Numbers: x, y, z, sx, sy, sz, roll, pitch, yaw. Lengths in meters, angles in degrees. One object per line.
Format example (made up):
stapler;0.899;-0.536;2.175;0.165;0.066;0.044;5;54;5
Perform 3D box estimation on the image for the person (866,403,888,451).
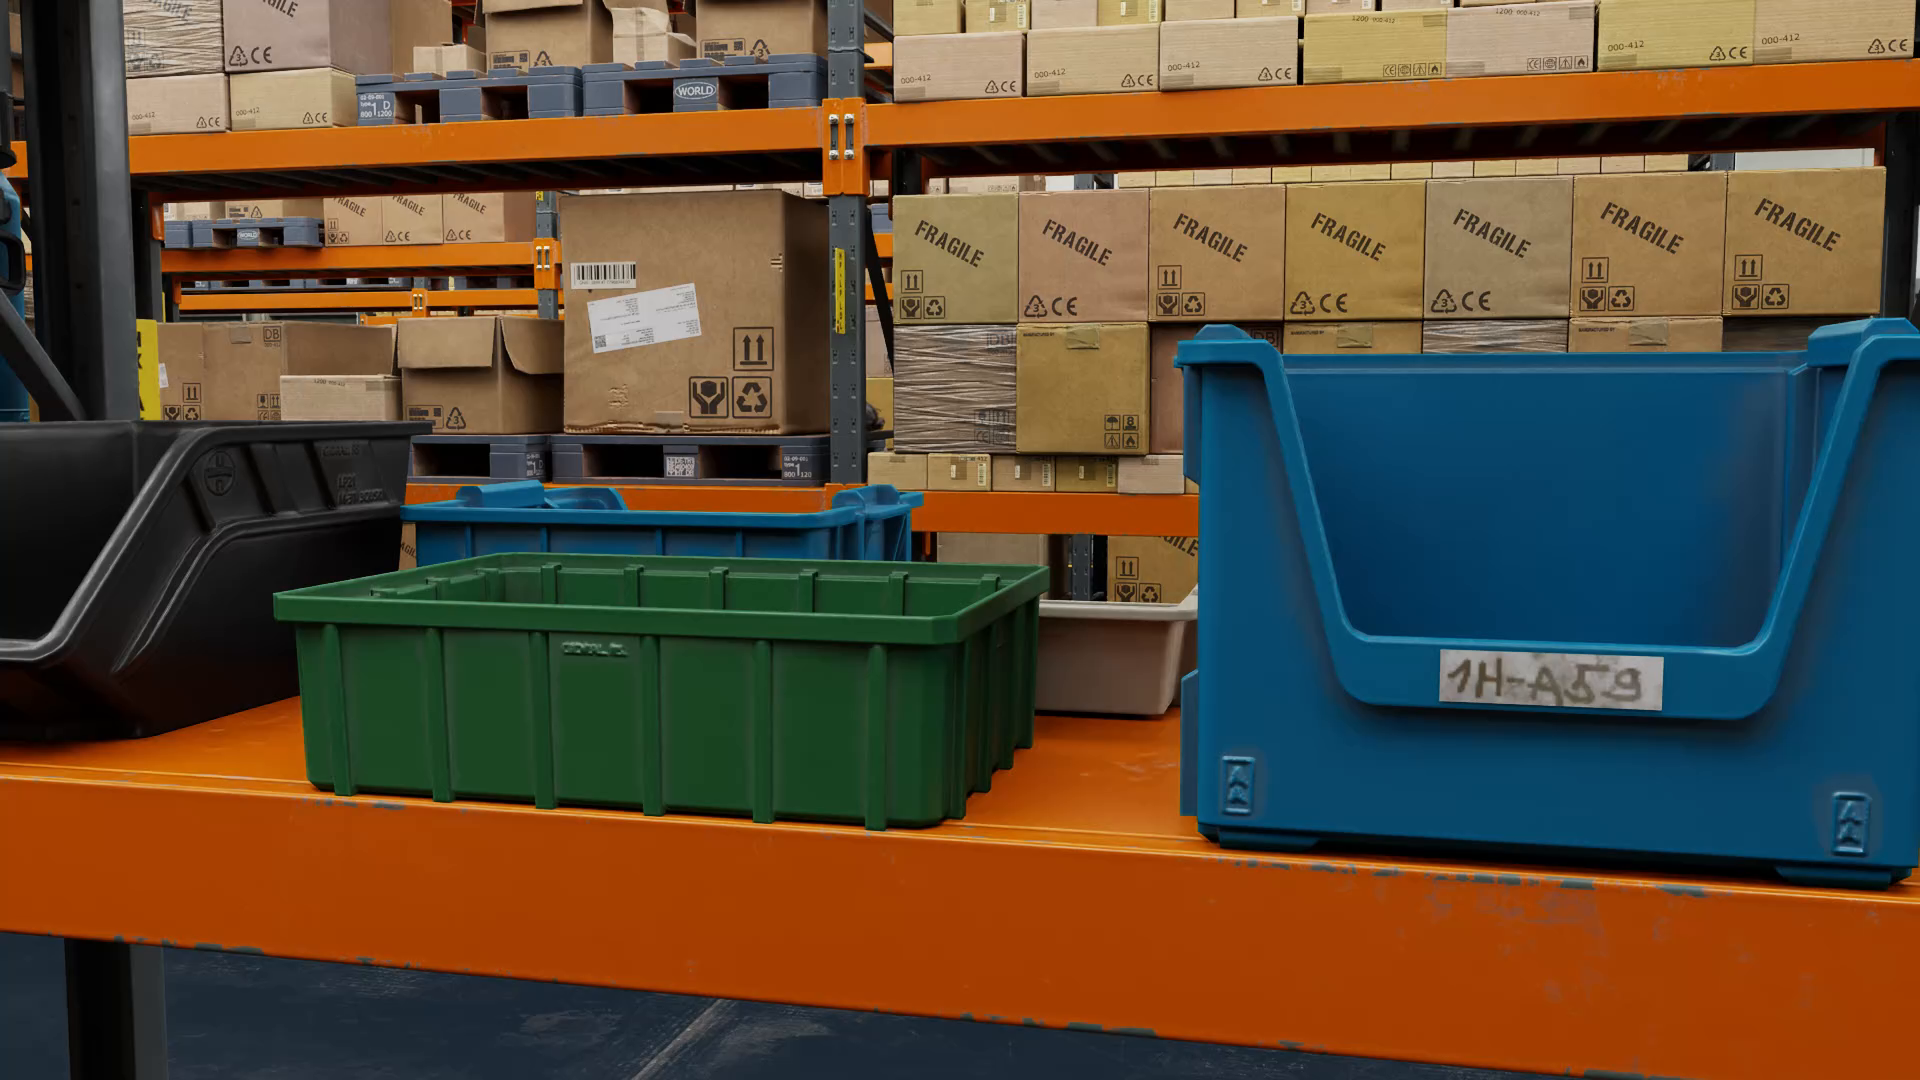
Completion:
person;-0.606;-0.025;10.201;0.342;1.645;0.469;1;5;15
